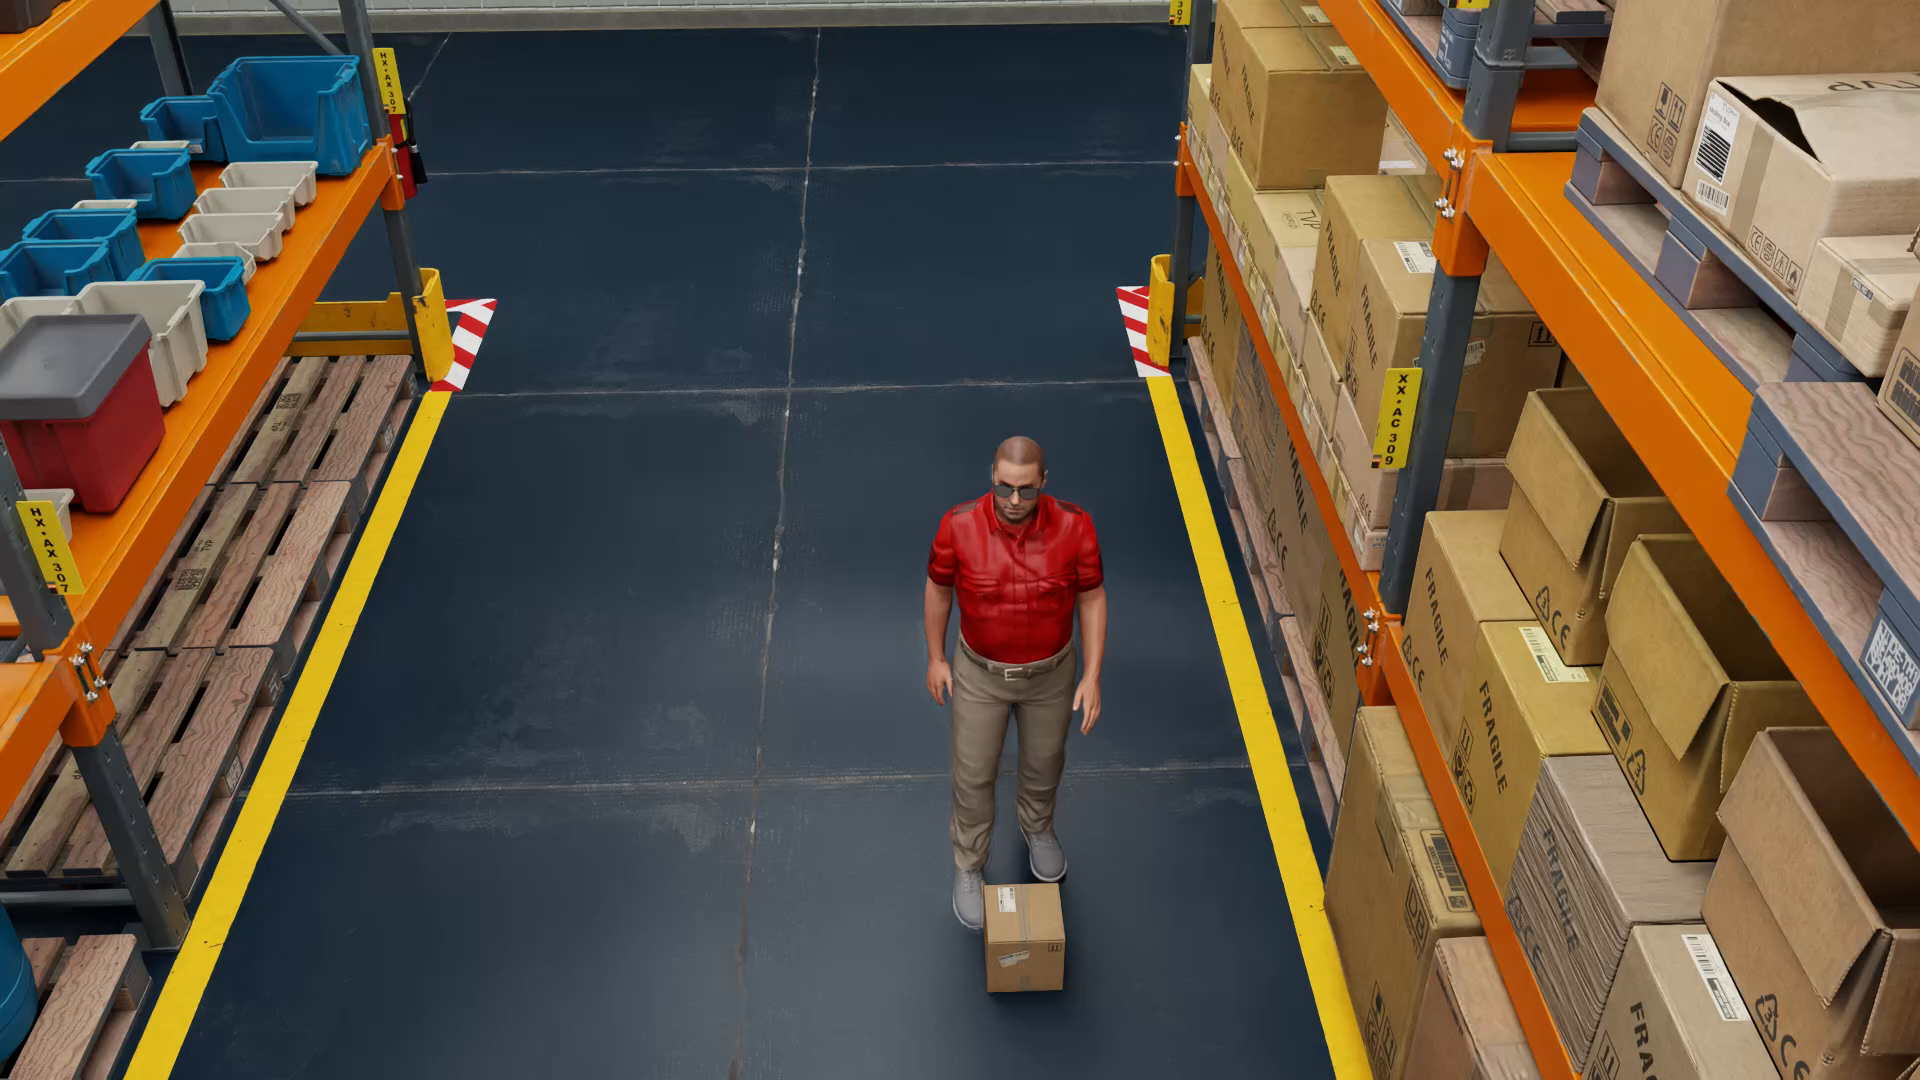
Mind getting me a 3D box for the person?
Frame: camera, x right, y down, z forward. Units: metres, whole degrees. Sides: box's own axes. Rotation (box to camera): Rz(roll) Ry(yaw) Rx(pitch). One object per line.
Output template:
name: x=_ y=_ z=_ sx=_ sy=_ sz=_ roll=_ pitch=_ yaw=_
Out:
person: x=0.186 y=0.489 z=5.467 sx=0.590 sy=1.751 sz=0.514 roll=-1 pitch=35 yaw=-2
